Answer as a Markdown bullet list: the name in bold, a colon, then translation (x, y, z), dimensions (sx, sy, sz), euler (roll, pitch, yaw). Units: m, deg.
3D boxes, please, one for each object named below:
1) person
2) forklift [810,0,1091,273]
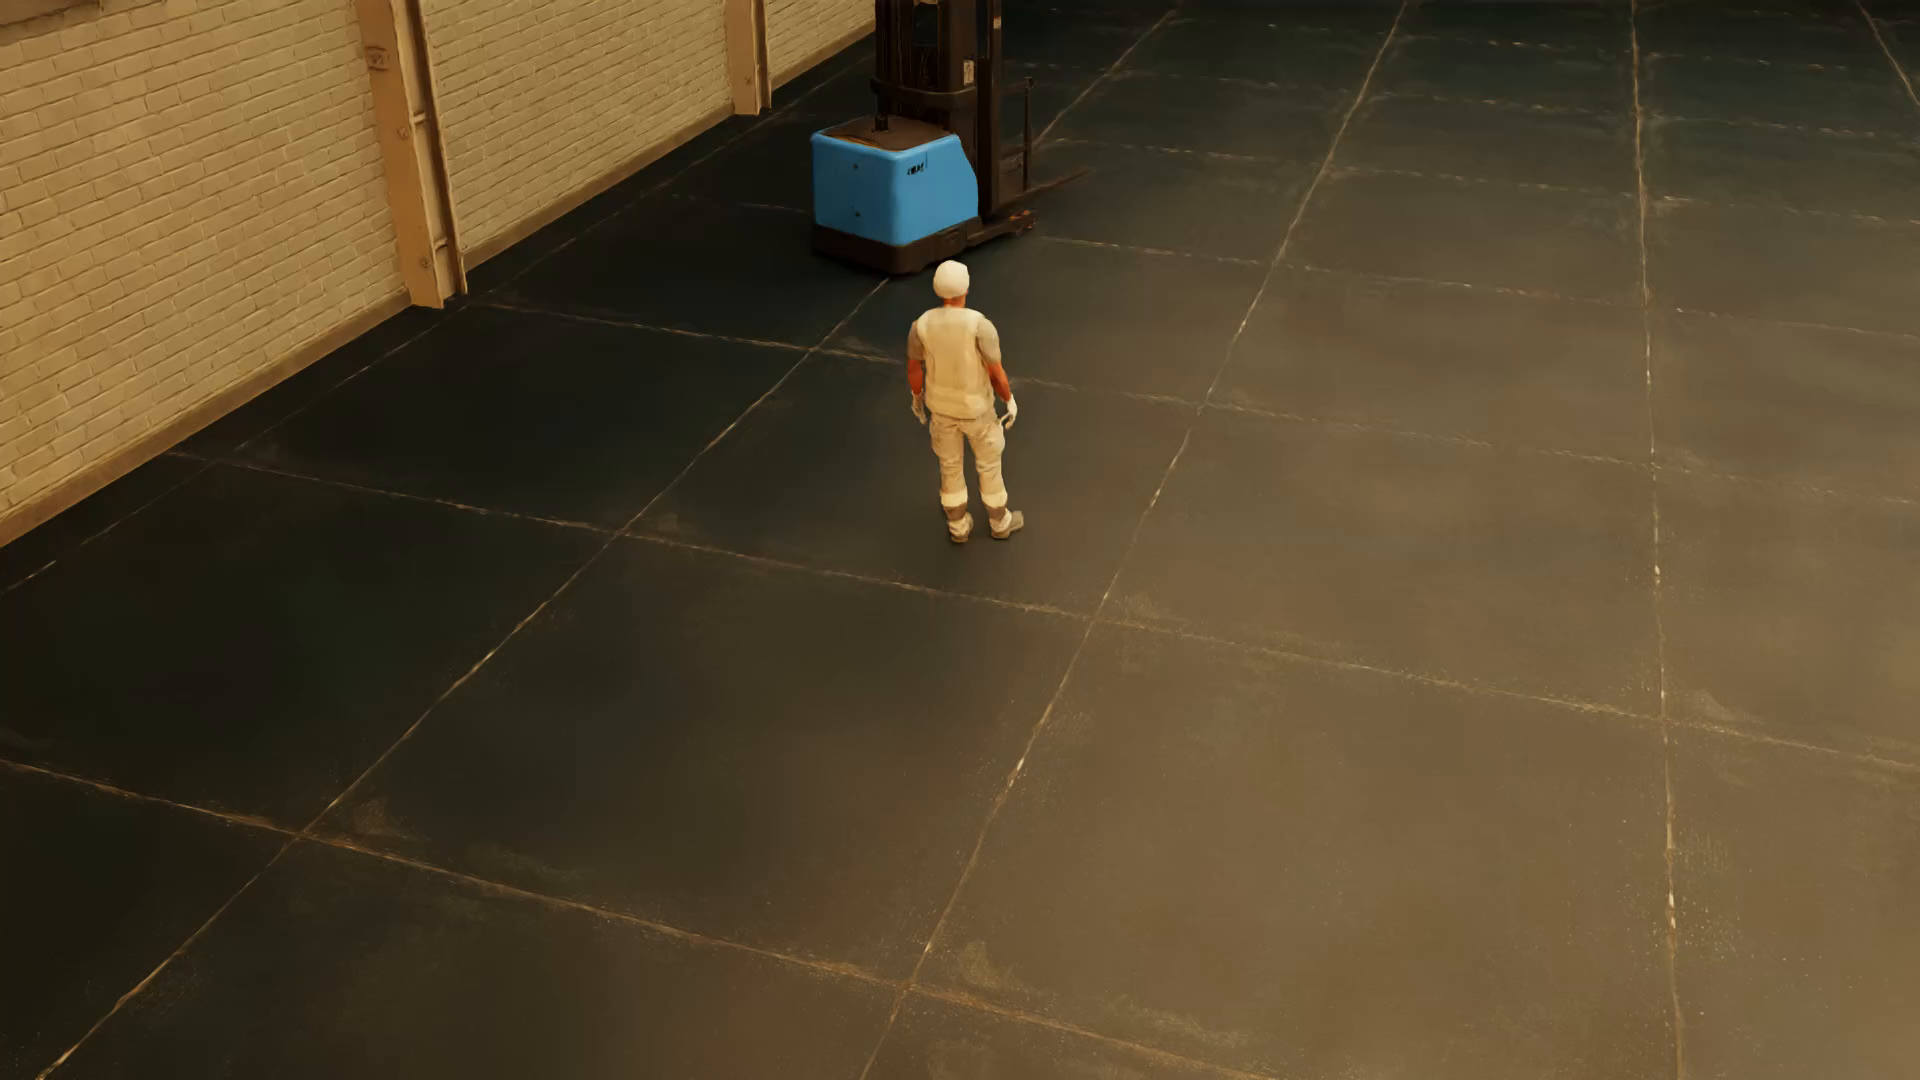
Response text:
- **person**: translation (0.037, -0.819, 9.713), dimensions (0.637, 1.787, 0.563), euler (10, 31, 16)
- **forklift**: translation (0.047, -4.156, 14.427), dimensions (1.130, 2.935, 3.031), euler (22, 36, 33)
